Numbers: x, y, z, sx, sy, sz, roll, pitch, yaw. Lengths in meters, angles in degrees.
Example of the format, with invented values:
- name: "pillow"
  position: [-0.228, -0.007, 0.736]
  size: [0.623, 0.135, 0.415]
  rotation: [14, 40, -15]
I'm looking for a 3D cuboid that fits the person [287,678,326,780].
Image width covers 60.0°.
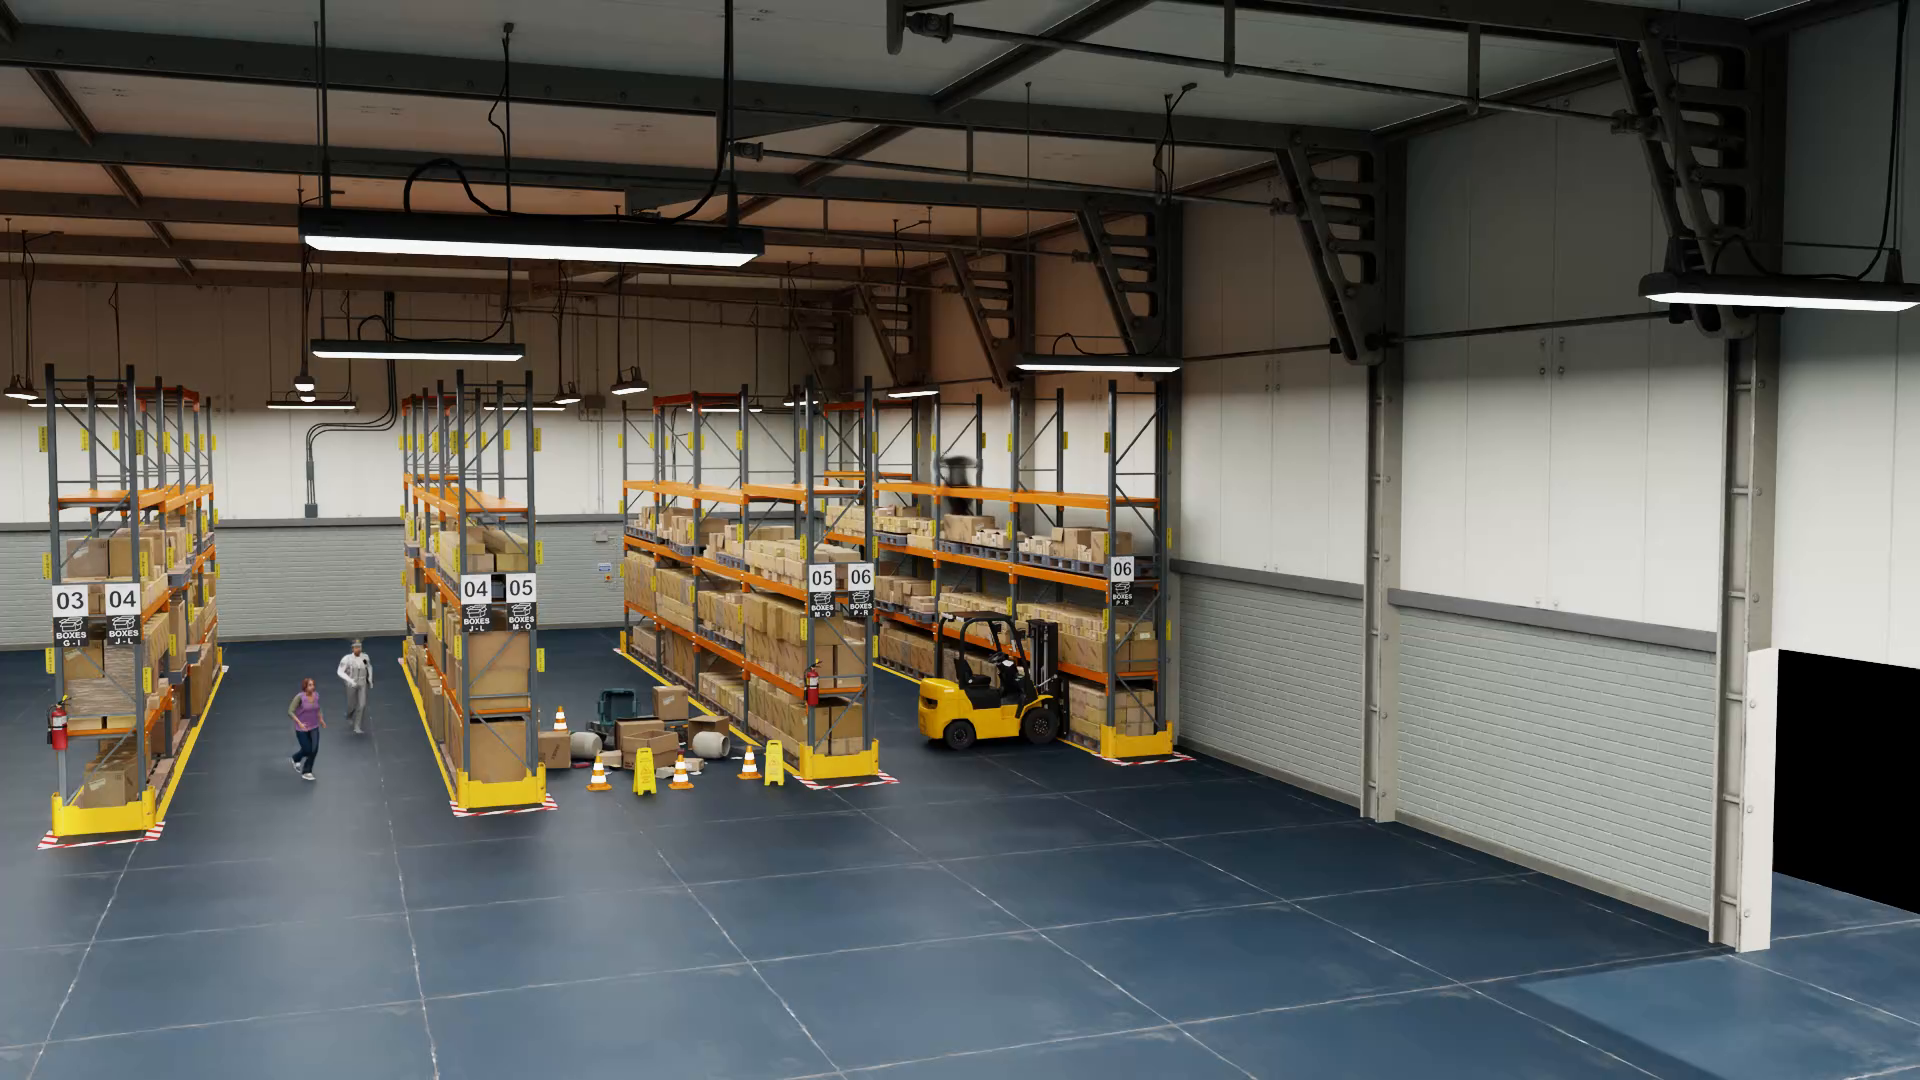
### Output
- name: "person"
  position: [-9.755, 2.800, 24.743]
  size: [0.575, 1.531, 0.539]
  rotation: [3, 5, 42]

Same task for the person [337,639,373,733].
- name: "person"
  position: [-10.481, 2.514, 28.817]
  size: [0.609, 1.637, 0.717]
  rotation: [-2, 4, -31]
